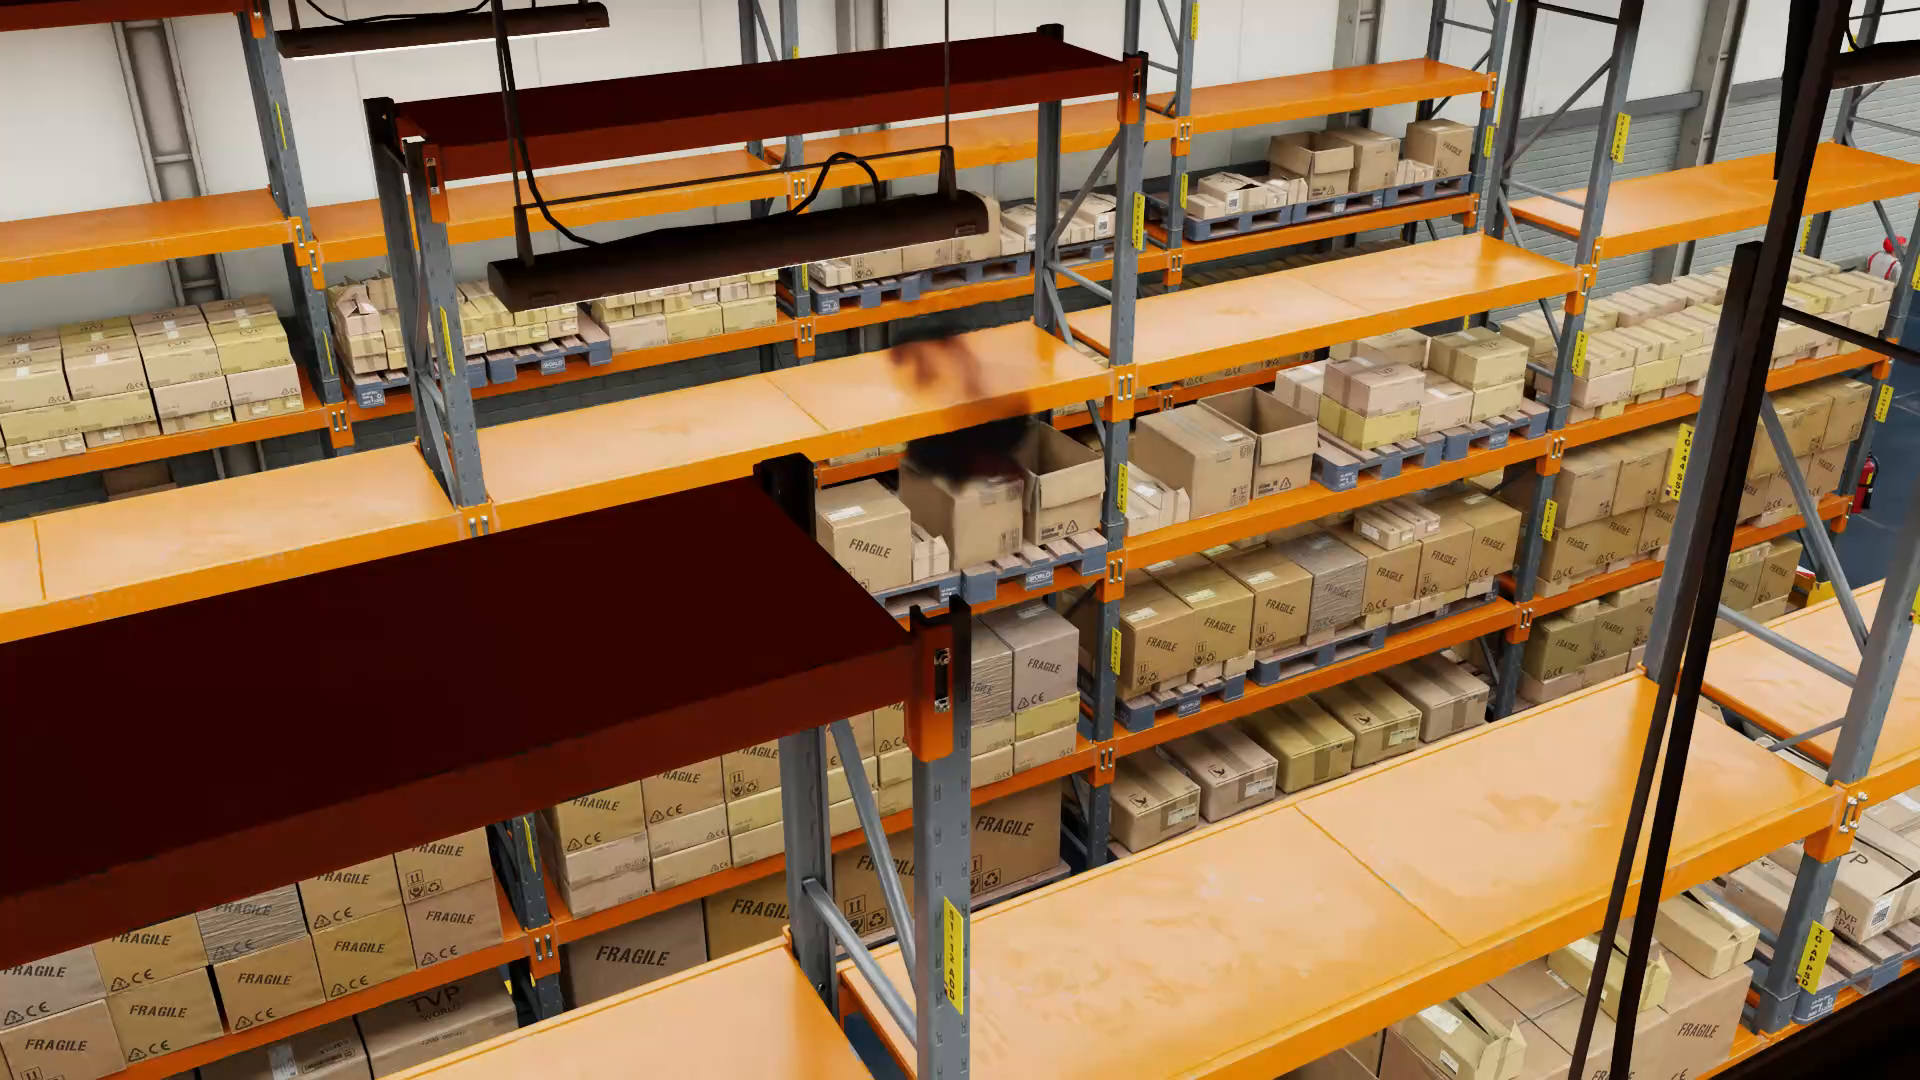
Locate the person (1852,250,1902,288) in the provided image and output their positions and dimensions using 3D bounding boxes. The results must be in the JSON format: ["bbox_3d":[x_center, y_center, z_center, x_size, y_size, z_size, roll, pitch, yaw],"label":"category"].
[{"bbox_3d":[11.390,-2.941,20.734,0.543,1.702,0.654,-15,32,-26],"label":"person"}]
